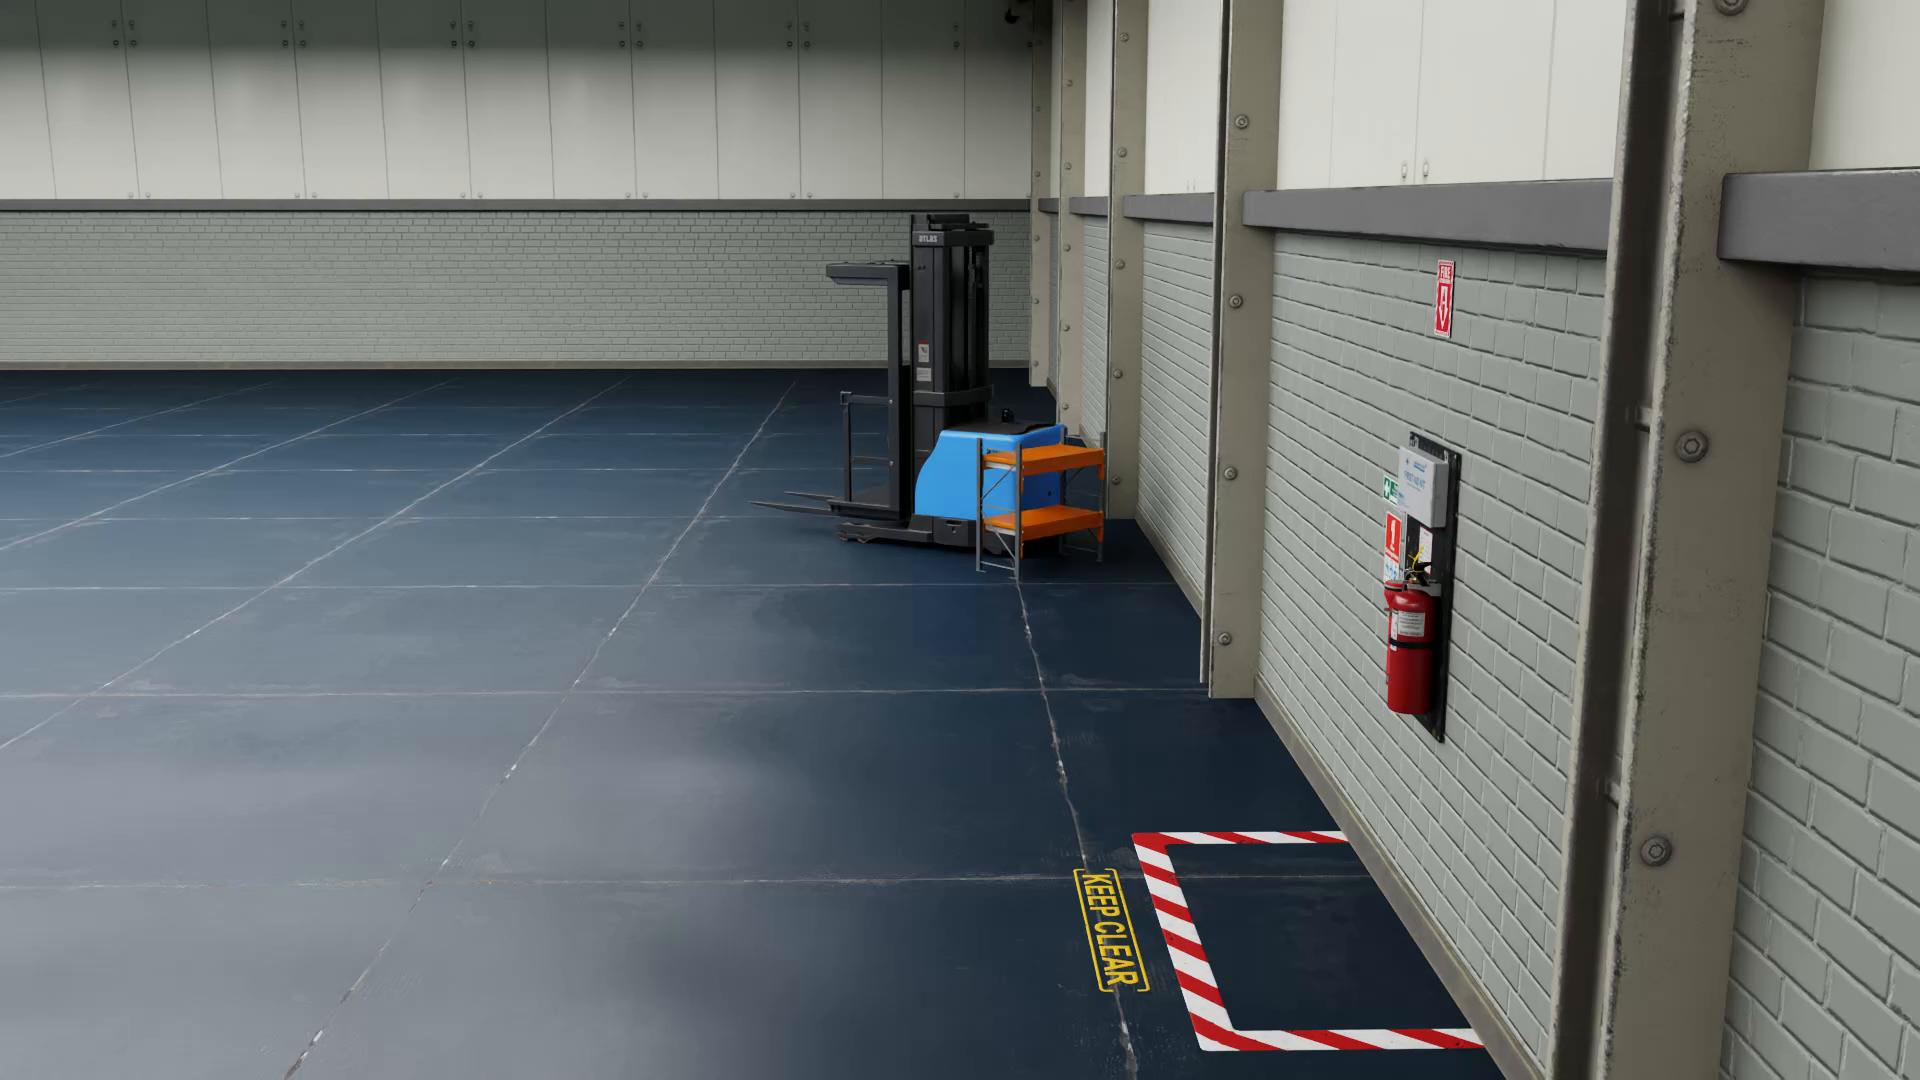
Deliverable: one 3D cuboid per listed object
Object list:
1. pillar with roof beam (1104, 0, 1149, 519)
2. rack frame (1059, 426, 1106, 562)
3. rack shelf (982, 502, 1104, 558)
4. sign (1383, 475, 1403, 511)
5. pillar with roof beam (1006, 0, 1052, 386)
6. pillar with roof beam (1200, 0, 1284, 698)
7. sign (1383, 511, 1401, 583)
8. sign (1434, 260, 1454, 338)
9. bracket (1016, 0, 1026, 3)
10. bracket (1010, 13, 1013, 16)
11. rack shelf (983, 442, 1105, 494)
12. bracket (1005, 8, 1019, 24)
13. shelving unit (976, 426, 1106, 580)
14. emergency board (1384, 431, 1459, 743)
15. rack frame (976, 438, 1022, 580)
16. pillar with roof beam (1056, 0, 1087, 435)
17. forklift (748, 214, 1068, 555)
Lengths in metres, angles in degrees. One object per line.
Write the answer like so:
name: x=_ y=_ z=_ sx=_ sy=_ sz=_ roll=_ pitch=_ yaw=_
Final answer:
pillar with roof beam: x=-2.716 y=-4.638 z=15.477 sx=9.100 sy=9.000 sz=0.400 roll=0 pitch=11 yaw=-1
rack frame: x=1.058 y=-0.399 z=14.389 sx=0.032 sy=1.125 sz=0.500 roll=-11 pitch=16 yaw=-42
rack shelf: x=0.689 y=-0.090 z=14.095 sx=1.000 sy=0.278 sz=0.538 roll=-11 pitch=16 yaw=-42
sign: x=1.906 y=-0.208 z=7.308 sx=0.001 sy=0.109 sz=0.331 roll=0 pitch=11 yaw=-1
pillar with roof beam: x=-2.964 y=-7.023 z=27.235 sx=9.100 sy=9.000 sz=0.548 roll=0 pitch=11 yaw=-1
pillar with roof beam: x=-2.592 y=-3.445 z=9.598 sx=9.100 sy=9.000 sz=0.400 roll=0 pitch=11 yaw=-1
sign: x=1.914 y=0.051 z=7.366 sx=0.001 sy=0.329 sz=0.234 roll=0 pitch=11 yaw=-1
sign: x=1.922 y=-0.959 z=6.605 sx=0.001 sy=0.298 sz=0.199 roll=0 pitch=11 yaw=-1
bracket: x=0.993 y=-8.721 z=26.551 sx=0.235 sy=0.232 sz=0.430 roll=0 pitch=11 yaw=-1
bracket: x=0.939 y=-9.240 z=29.107 sx=0.076 sy=0.066 sz=3.189 roll=0 pitch=11 yaw=-1
rack shelf: x=0.689 y=-0.617 z=13.989 sx=1.000 sy=0.278 sz=0.538 roll=-11 pitch=16 yaw=-42
bracket: x=0.927 y=-9.357 z=29.686 sx=0.235 sy=0.232 sz=0.430 roll=0 pitch=11 yaw=-1
shelving unit: x=0.689 y=-0.330 z=14.047 sx=1.048 sy=1.125 sz=0.538 roll=-11 pitch=16 yaw=-42
emergency board: x=1.823 y=0.179 z=6.825 sx=0.194 sy=1.169 sz=0.643 roll=0 pitch=11 yaw=-1
rack frame: x=0.320 y=-0.260 z=13.704 sx=0.032 sy=1.125 sz=0.500 roll=-11 pitch=16 yaw=-42
pillar with roof beam: x=-2.840 y=-5.830 z=21.356 sx=9.100 sy=9.000 sz=0.400 roll=0 pitch=11 yaw=-1
forklift: x=-0.551 y=-1.497 z=15.257 sx=3.031 sy=2.935 sz=1.130 roll=6 pitch=13 yaw=28
